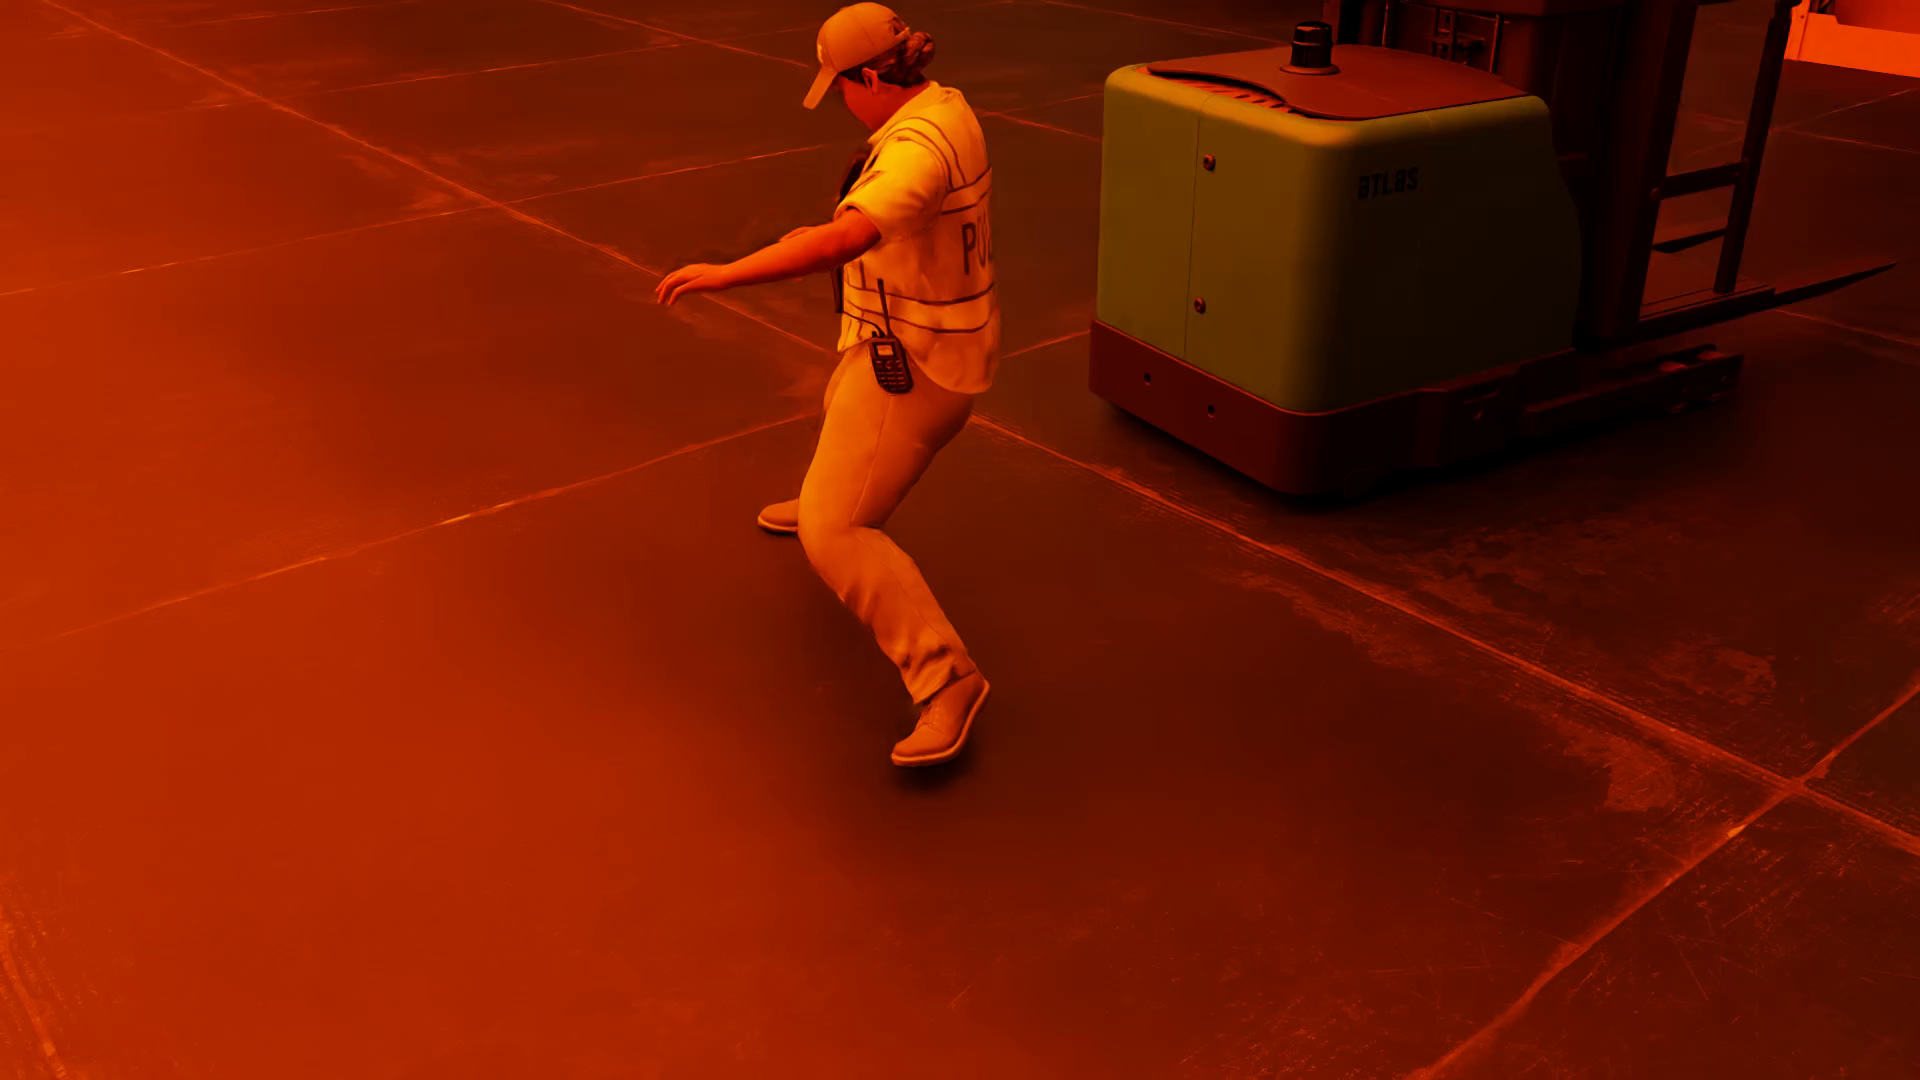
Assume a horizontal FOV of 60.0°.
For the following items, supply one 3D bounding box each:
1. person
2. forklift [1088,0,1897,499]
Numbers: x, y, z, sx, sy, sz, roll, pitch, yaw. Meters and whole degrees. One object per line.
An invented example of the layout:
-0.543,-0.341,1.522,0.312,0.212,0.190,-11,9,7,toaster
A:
-0.249,-0.442,3.744,0.789,1.461,1.285,4,27,9,person
1.938,-1.902,5.037,3.031,2.935,1.130,-15,30,-28,forklift
